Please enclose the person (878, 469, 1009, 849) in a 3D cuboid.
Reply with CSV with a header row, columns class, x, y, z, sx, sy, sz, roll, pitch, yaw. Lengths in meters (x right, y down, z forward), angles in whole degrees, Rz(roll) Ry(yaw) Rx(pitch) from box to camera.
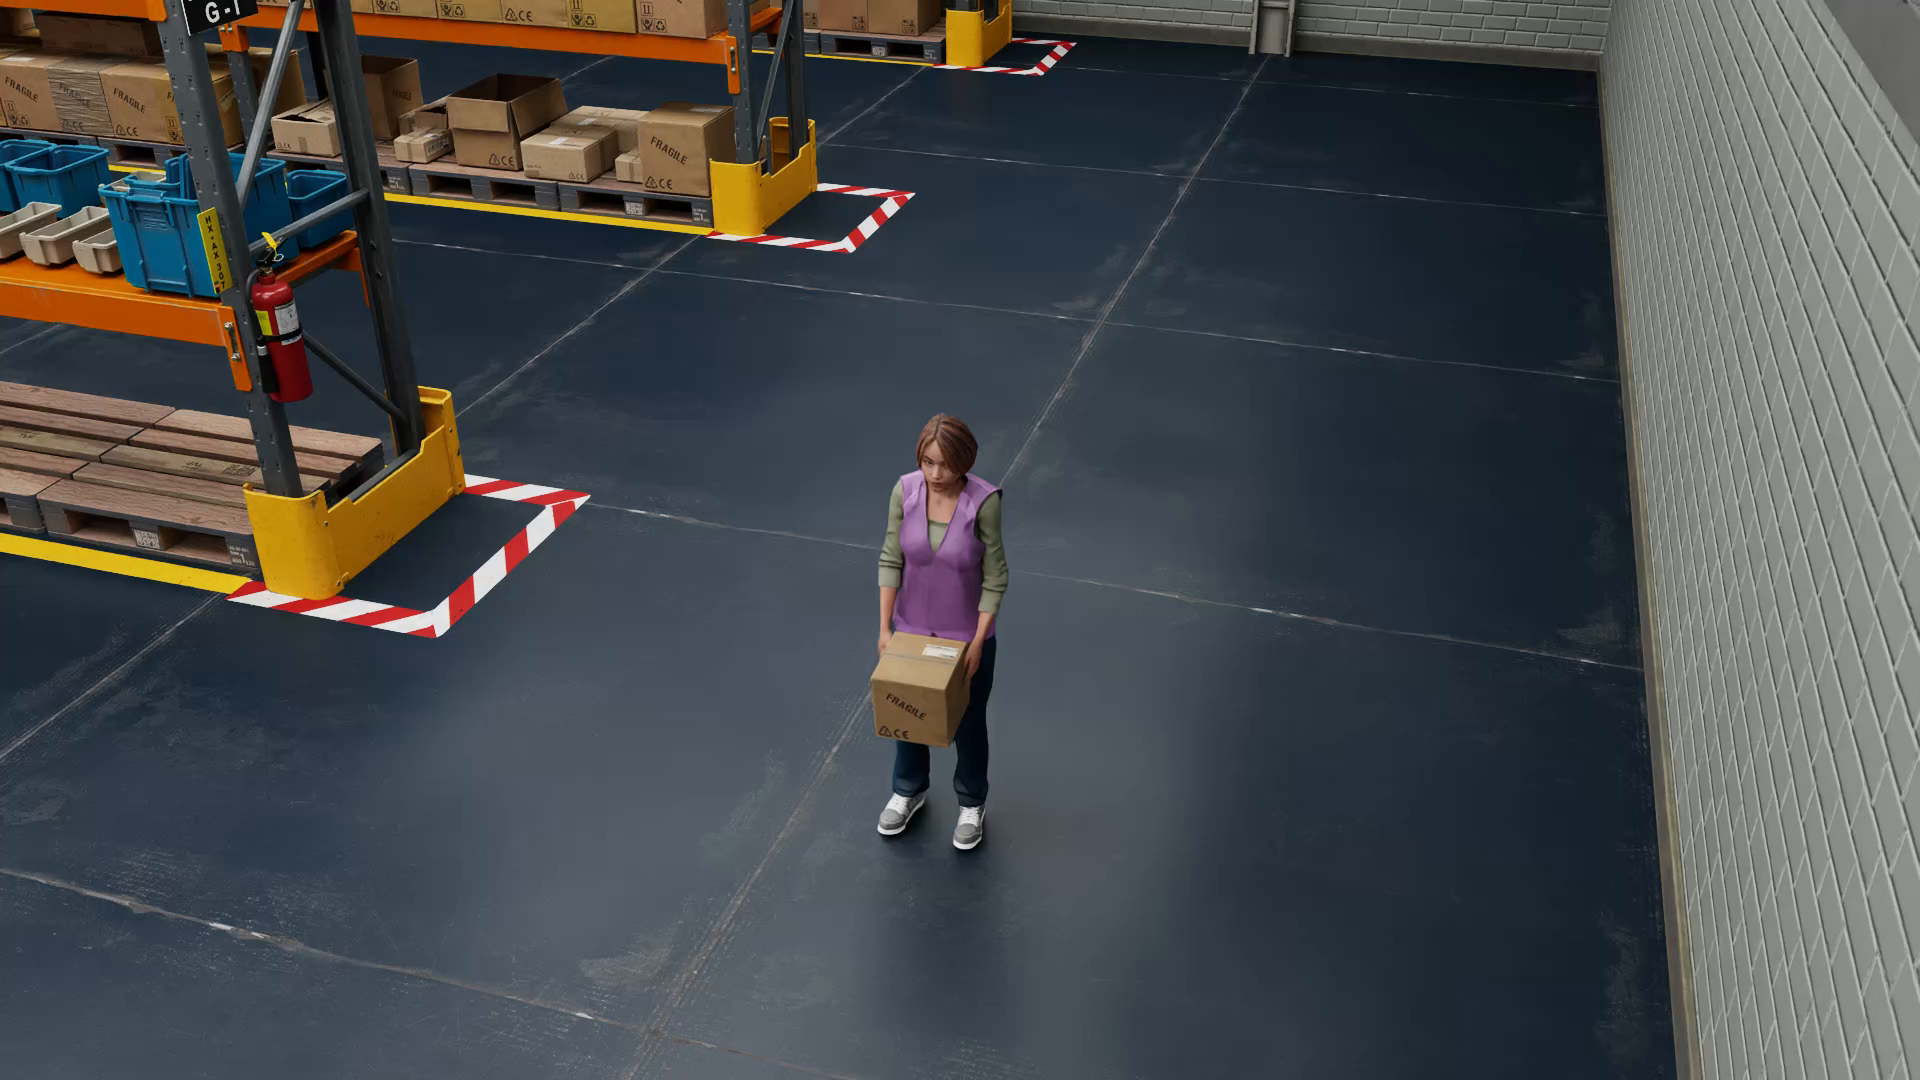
class,x,y,z,sx,sy,sz,roll,pitch,yaw
person,-0.056,0.405,5.641,0.444,1.381,0.338,8,31,14
